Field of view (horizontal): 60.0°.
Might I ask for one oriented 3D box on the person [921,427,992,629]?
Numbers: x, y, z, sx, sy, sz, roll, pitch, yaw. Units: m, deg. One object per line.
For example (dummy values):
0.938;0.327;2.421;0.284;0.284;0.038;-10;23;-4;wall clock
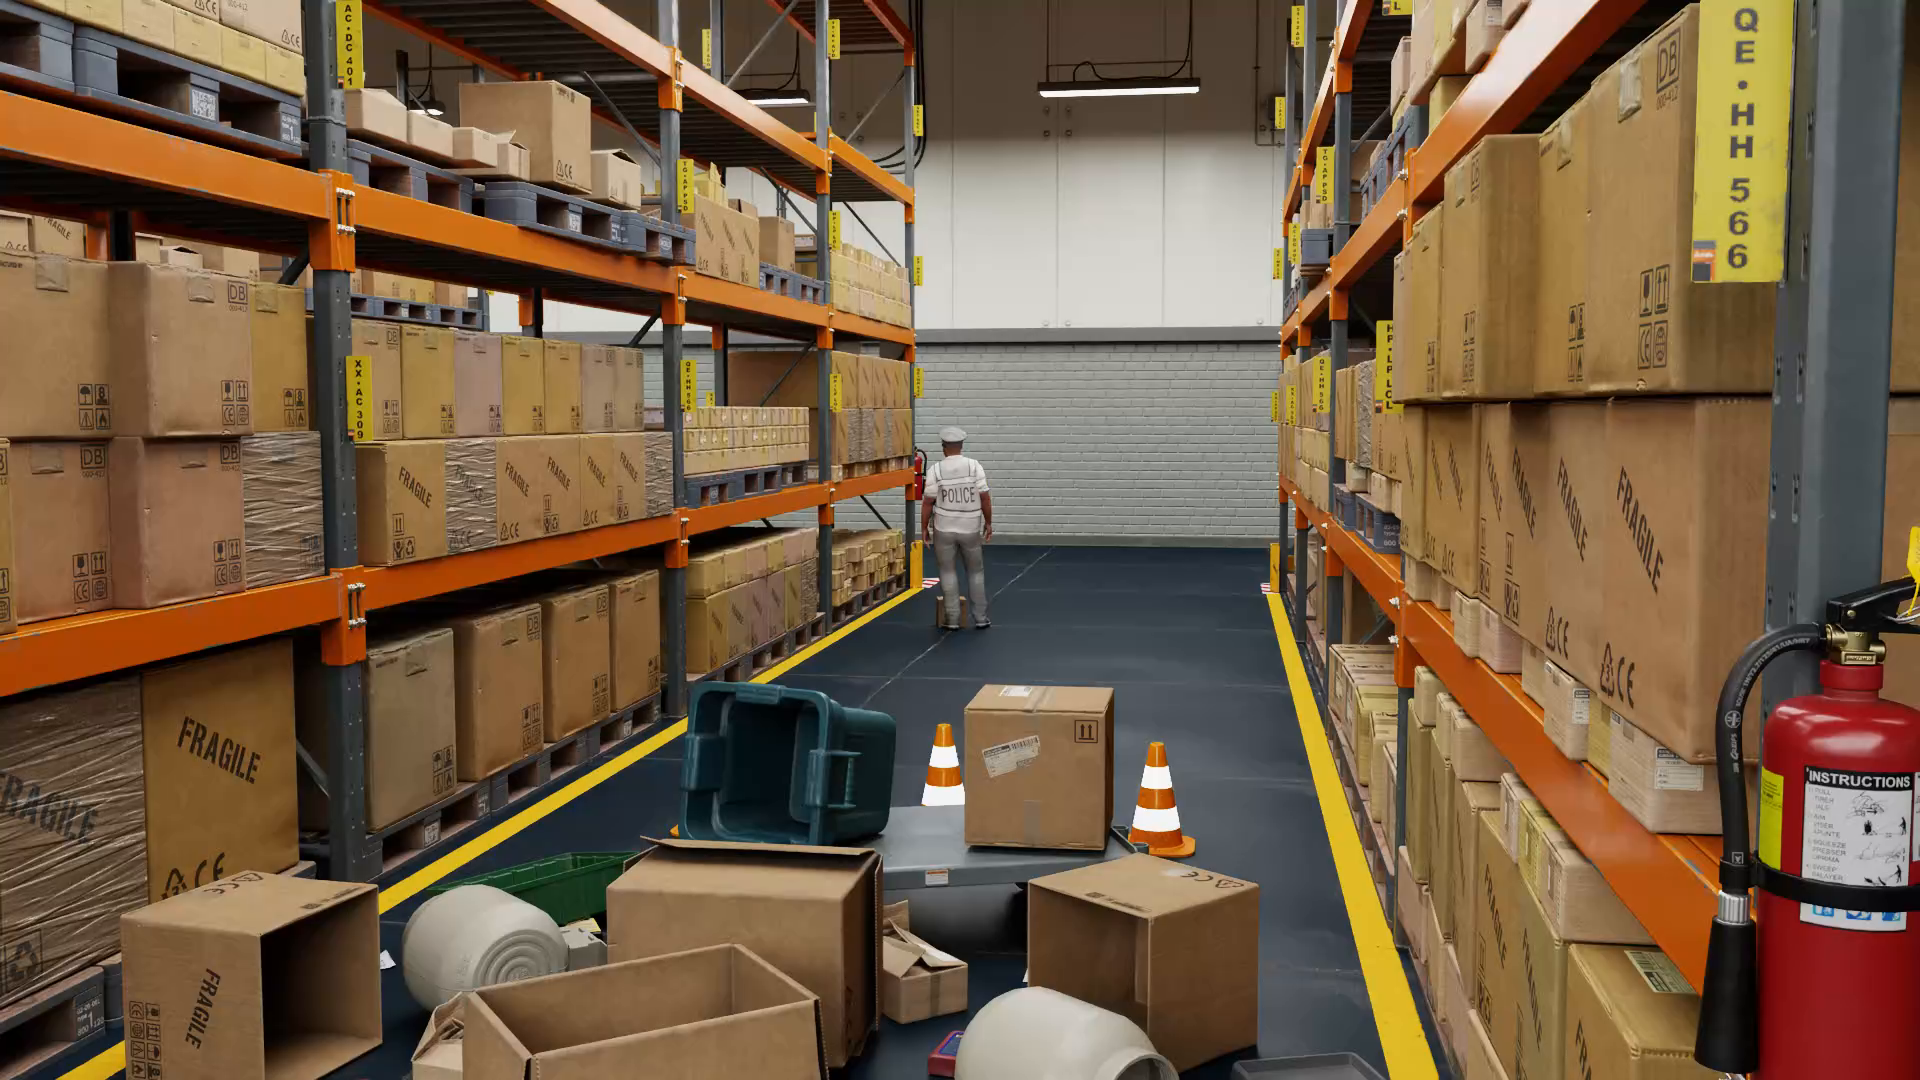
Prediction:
-0.029;-0.106;14.677;0.640;1.778;0.575;0;4;-5;person
